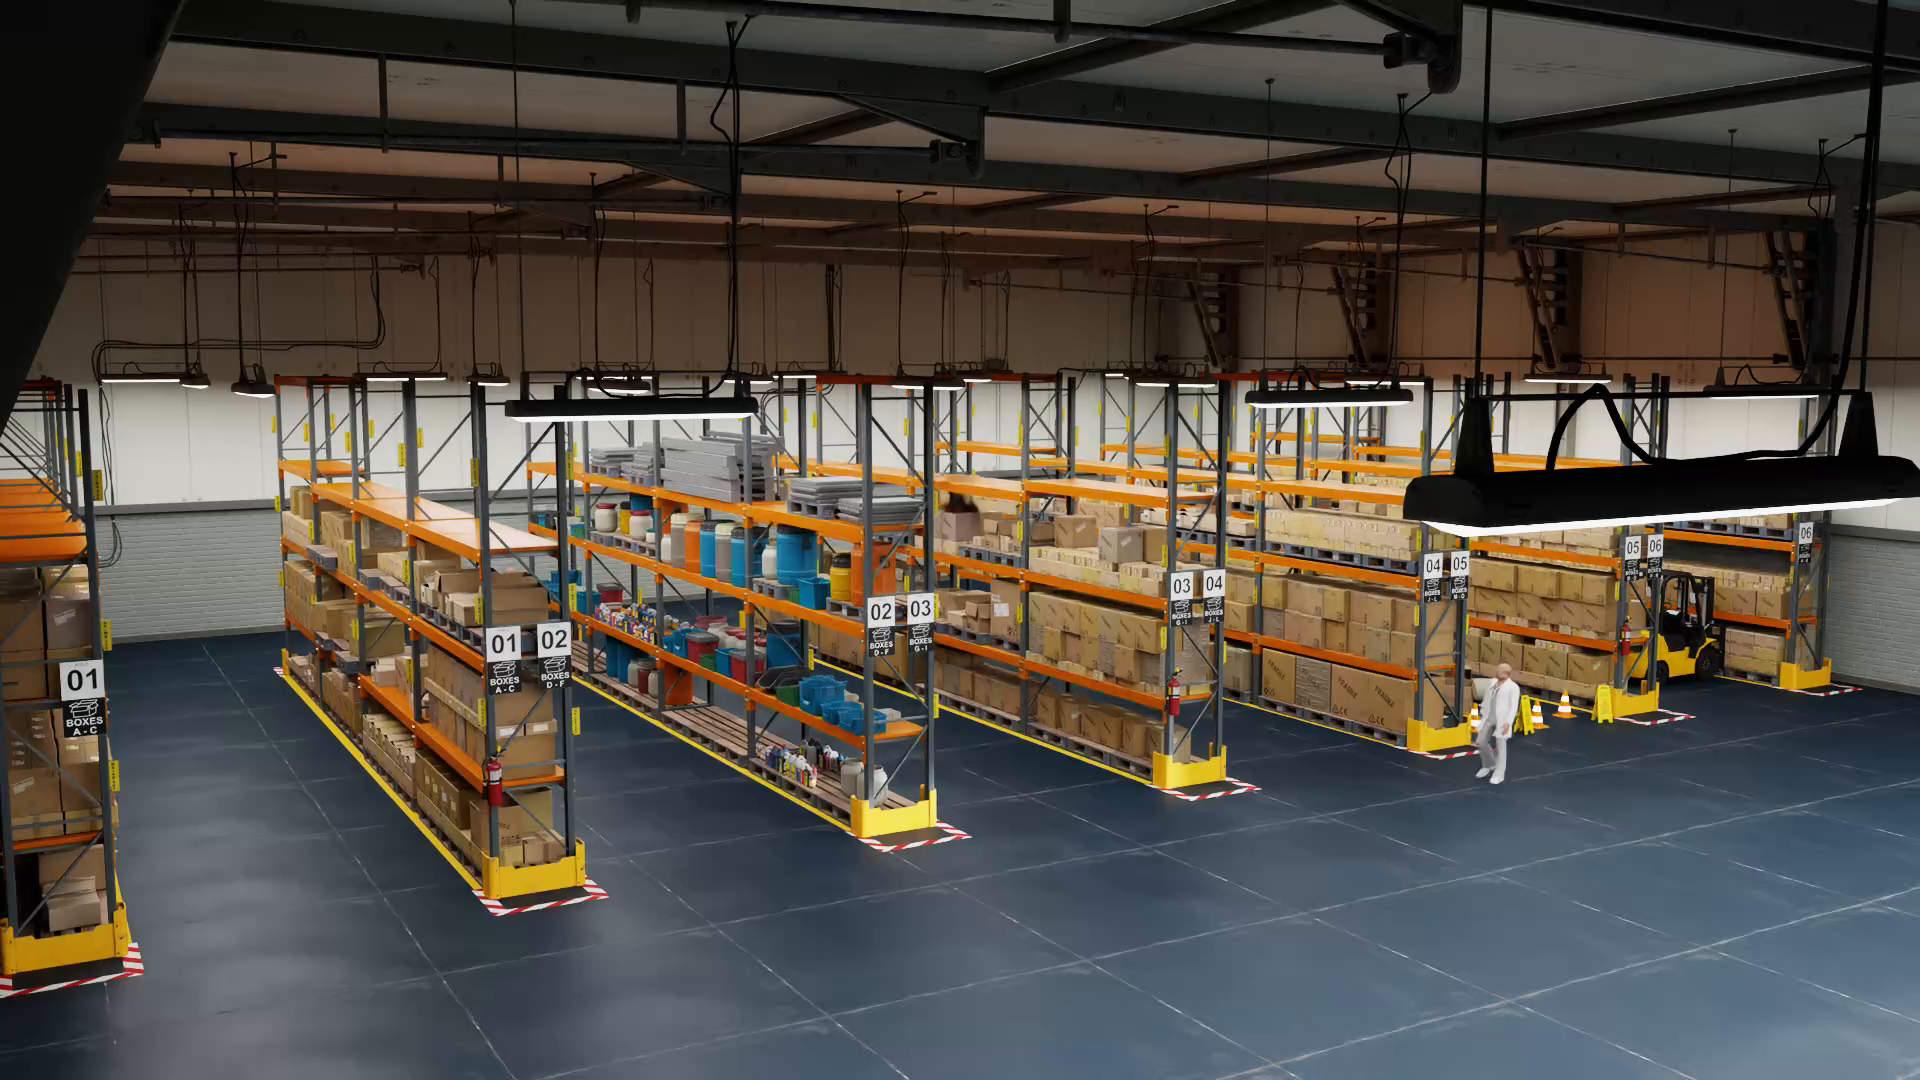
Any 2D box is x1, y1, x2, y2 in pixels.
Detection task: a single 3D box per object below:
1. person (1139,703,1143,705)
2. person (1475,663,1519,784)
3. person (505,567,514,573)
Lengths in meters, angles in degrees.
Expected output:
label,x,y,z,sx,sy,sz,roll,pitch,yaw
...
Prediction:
label,x,y,z,sx,sy,sz,roll,pitch,yaw
person,3.482,2.085,29.798,0.390,1.764,0.722,-5,8,-41
person,8.013,2.734,24.897,0.573,1.797,0.649,-6,9,-44
person,-9.890,1.483,36.656,0.560,1.758,0.441,-4,8,-34
